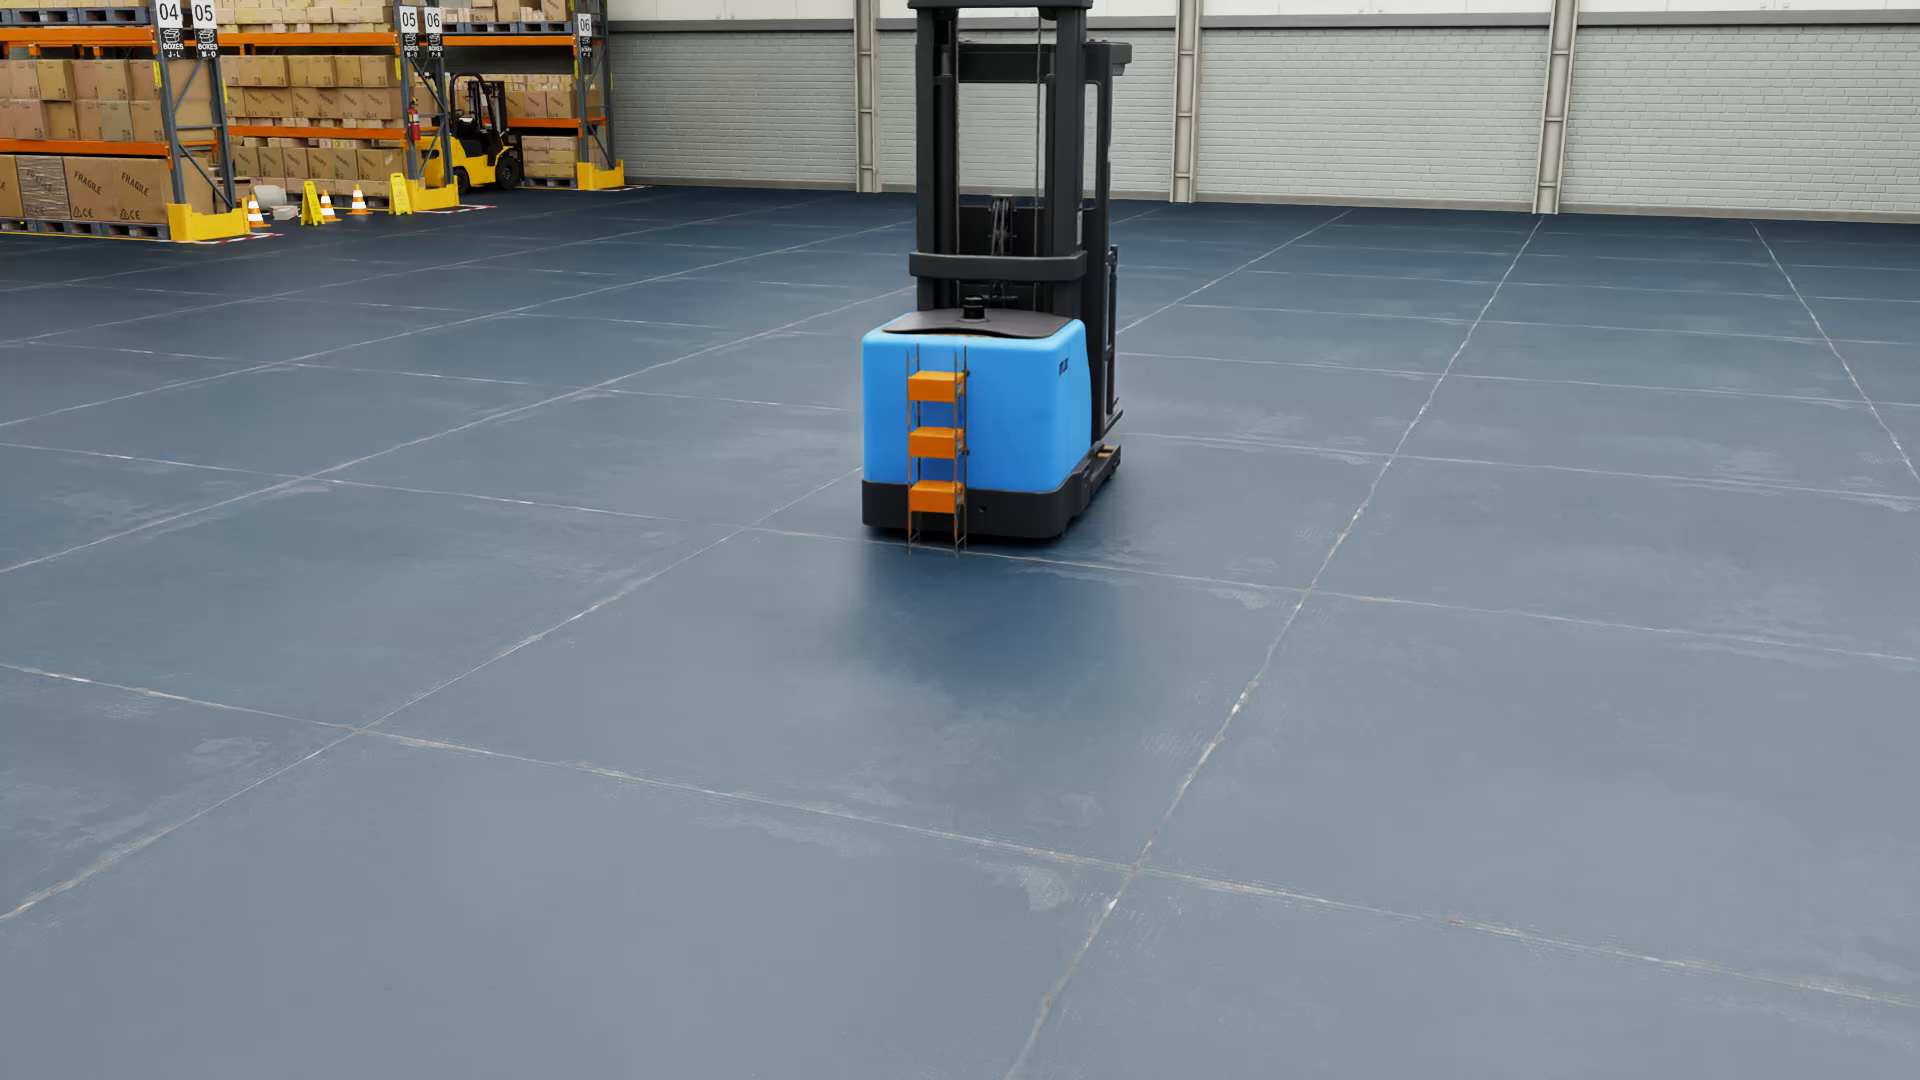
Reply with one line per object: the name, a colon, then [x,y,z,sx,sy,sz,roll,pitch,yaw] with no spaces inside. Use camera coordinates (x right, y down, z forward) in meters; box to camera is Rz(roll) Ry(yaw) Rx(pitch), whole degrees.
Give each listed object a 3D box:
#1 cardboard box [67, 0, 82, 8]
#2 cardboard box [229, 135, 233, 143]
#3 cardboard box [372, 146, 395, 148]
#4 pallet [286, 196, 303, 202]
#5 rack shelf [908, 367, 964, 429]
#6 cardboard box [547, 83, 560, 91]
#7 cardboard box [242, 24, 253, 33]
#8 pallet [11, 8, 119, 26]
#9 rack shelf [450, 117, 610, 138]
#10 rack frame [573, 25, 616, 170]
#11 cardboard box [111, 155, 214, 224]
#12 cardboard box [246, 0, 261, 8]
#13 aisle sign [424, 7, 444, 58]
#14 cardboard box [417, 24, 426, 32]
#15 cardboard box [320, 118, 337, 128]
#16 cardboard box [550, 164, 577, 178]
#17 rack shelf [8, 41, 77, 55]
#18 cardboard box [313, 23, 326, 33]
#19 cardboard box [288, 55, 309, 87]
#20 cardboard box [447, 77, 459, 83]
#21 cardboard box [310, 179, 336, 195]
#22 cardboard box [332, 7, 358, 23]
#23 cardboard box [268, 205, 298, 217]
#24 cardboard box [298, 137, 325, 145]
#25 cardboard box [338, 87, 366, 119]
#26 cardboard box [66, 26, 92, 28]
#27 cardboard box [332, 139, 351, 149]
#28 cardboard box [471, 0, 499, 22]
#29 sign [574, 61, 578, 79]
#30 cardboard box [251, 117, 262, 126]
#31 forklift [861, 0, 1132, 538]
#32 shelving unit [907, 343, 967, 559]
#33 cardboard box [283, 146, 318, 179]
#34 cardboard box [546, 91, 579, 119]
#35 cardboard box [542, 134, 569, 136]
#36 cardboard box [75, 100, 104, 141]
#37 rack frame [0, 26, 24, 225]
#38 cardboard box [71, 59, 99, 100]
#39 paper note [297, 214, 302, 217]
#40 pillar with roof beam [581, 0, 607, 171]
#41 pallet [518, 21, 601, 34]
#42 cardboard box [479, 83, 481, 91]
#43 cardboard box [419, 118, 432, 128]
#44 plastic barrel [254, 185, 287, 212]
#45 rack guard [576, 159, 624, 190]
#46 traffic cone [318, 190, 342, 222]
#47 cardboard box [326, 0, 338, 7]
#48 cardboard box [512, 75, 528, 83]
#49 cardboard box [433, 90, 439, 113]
cardboard box: [-11.881,-7.304,22.589,0.250,0.149,0.380,6,17,20]
cardboard box: [-15.220,-8.402,34.800,0.250,0.149,0.380,5,17,18]
cardboard box: [-9.937,-6.428,28.269,0.500,0.500,0.500,6,17,19]
pallet: [-11.861,-5.988,28.923,1.213,0.211,1.003,6,17,21]
rack shelf: [-0.113,-0.705,8.240,0.240,0.259,0.215,4,17,14]
cardboard box: [-7.634,-8.606,31.596,0.250,0.149,0.380,7,17,22]
cardboard box: [-11.805,-8.574,27.896,0.250,0.149,0.380,6,17,21]
pallet: [-12.333,-7.279,23.146,1.213,0.211,1.003,6,17,21]
rack shelf: [-8.821,-8.125,32.570,4.000,0.370,1.077,6,17,21]
rack frame: [-6.960,-8.266,31.765,0.127,3.000,1.000,6,17,21]
cardboard box: [-11.155,-4.917,23.289,0.875,0.875,0.875,6,17,21]
cardboard box: [-11.596,-8.891,27.559,0.250,0.149,0.380,6,17,20]
aisle sign: [-8.607,-8.300,27.222,0.004,0.787,0.394,6,17,21]
cardboard box: [-8.967,-8.416,27.353,0.250,0.149,0.380,6,17,21]
cardboard box: [-10.420,-6.953,27.693,0.250,0.149,0.380,6,17,20]
cardboard box: [-7.513,-7.113,31.973,0.500,0.250,0.500,6,17,21]
rack shelf: [-18.081,-9.096,30.535,4.000,0.370,1.077,6,17,21]
cardboard box: [-10.394,-8.400,27.298,0.250,0.149,0.380,6,17,19]
cardboard box: [-10.727,-7.811,27.692,0.500,0.500,0.700,6,17,20]
cardboard box: [-9.775,-8.988,32.376,0.250,0.149,0.380,7,17,22]
cardboard box: [-10.596,-5.979,28.068,0.500,0.250,0.500,6,17,19]
cardboard box: [-9.816,-8.527,27.021,0.500,0.250,0.500,6,17,20]
cardboard box: [-10.738,-5.219,26.384,0.380,0.149,0.250,-12,20,-37]
cardboard box: [-13.216,-8.013,34.402,0.625,0.625,0.875,7,18,22]
cardboard box: [-9.848,-7.205,27.400,0.500,0.500,0.500,6,17,21]
cardboard box: [-15.342,-9.185,29.374,0.500,0.500,0.700,6,17,21]
cardboard box: [-10.218,-6.592,27.670,0.250,0.149,0.380,7,17,22]
cardboard box: [-8.908,-10.188,31.889,0.637,0.503,0.797,7,18,22]
sign: [-7.172,-8.796,31.091,0.005,0.325,0.100,6,17,21]
cardboard box: [-11.811,-7.119,28.268,0.250,0.149,0.380,6,17,20]
forklift: [0.355,-1.784,9.563,1.130,2.935,3.031,4,17,14]
shelving unit: [-0.113,-0.443,8.316,0.252,1.050,0.215,4,17,14]
cardboard box: [-11.065,-6.393,28.148,0.500,0.500,0.500,7,18,24]
cardboard box: [-7.514,-8.296,31.690,0.500,0.500,0.500,6,17,19]
cardboard box: [-7.804,-7.775,32.462,0.500,0.250,0.500,6,17,21]
cardboard box: [-11.857,-5.922,23.425,0.550,0.550,0.875,6,17,21]
rack frame: [-14.221,-6.093,24.281,0.127,3.000,1.000,6,17,21]
cardboard box: [-11.848,-6.447,23.296,0.550,0.550,0.875,6,17,21]
paper note: [-10.388,-5.133,26.298,0.142,0.019,0.148,0,16,1]
pillar with roof beam: [-8.857,-10.335,28.134,0.400,9.000,9.100,6,17,21]
pallet: [-7.608,-9.743,31.632,1.213,0.211,1.003,6,17,21]
cardboard box: [-9.301,-8.795,32.246,0.250,0.149,0.380,6,17,19]
cardboard box: [-9.018,-6.946,27.669,0.250,0.149,0.380,6,17,21]
plastic barrel: [-11.255,-5.559,27.064,0.512,0.421,0.421,-9,18,-27]
rack guard: [-6.938,-7.063,32.105,0.348,0.500,1.175,6,17,21]
traffic cone: [-9.742,-5.146,25.571,0.334,0.463,0.336,6,17,21]
cardboard box: [-10.113,-8.763,27.117,0.250,0.149,0.380,6,17,21]
cardboard box: [-8.352,-8.830,31.831,0.250,0.149,0.380,7,18,22]
cardboard box: [-10.364,-8.610,32.771,0.500,0.500,0.500,6,17,19]
